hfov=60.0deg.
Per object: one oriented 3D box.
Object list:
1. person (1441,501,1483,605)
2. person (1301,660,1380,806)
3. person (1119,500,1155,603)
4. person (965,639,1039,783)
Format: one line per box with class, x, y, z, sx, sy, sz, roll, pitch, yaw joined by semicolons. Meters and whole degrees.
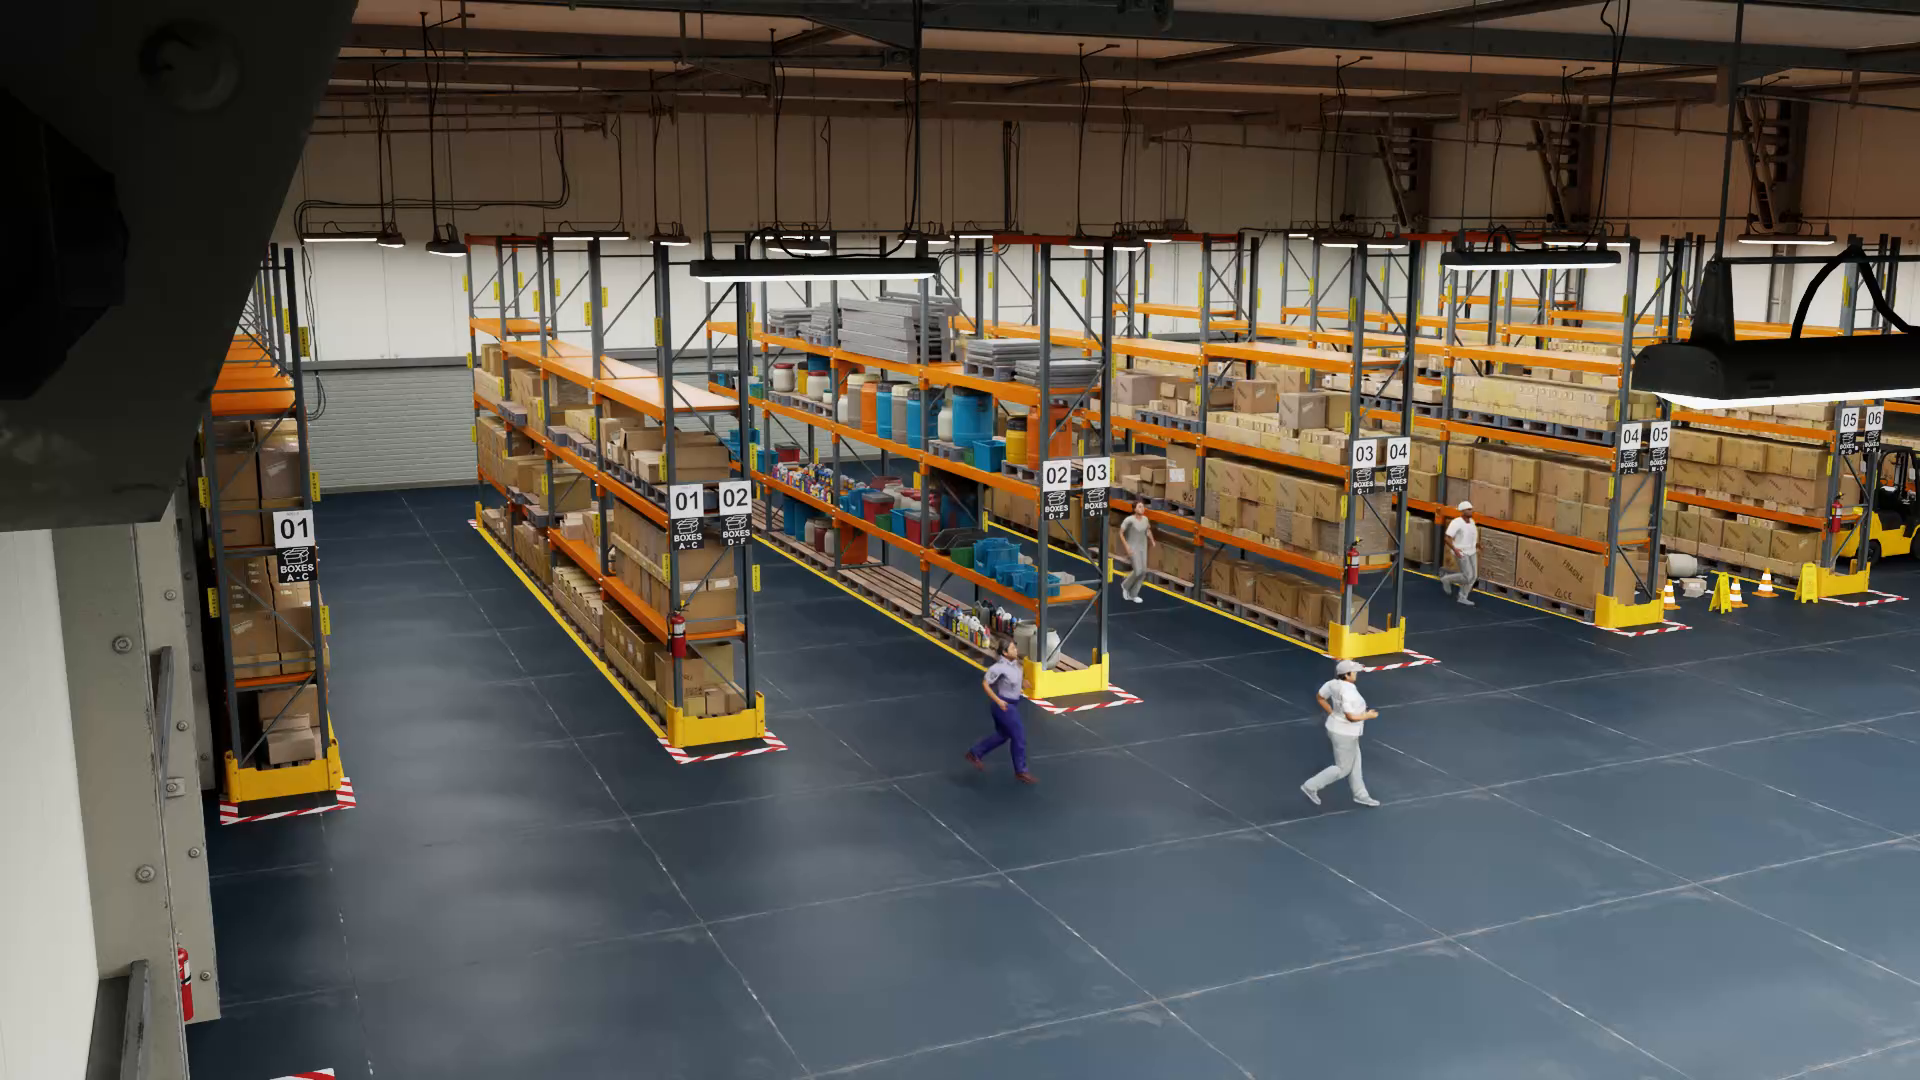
person;8.330;0.203;27.586;0.702;1.721;0.589;-8;14;-36
person;4.121;2.097;17.885;0.924;1.666;0.606;-1;11;-4
person;2.837;0.169;26.417;0.579;1.640;0.476;-7;13;-33
person;0.485;1.924;18.926;0.869;1.669;0.581;2;11;9
